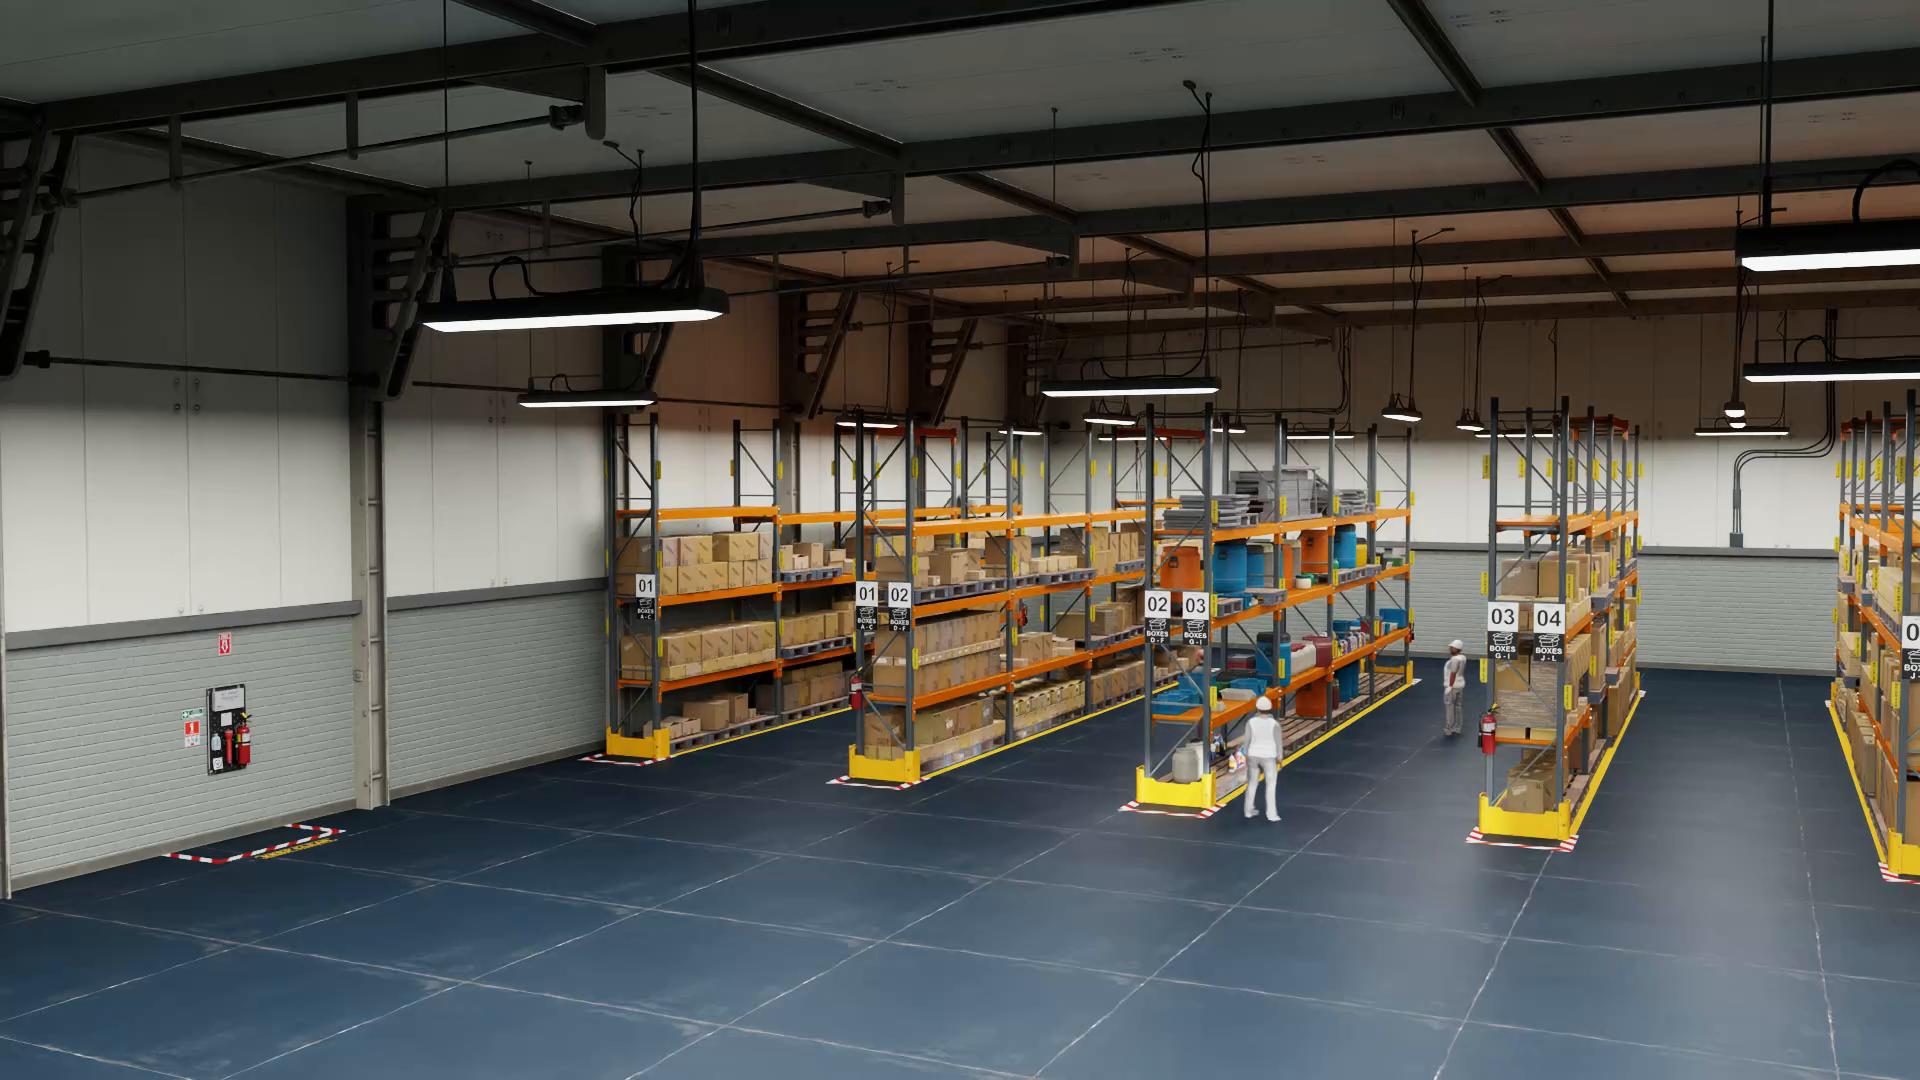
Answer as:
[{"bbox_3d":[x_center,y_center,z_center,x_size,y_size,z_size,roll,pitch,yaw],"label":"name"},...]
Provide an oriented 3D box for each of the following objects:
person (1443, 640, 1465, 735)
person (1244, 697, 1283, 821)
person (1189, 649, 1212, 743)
[{"bbox_3d":[9.350,2.785,31.512,0.556,1.792,0.482,-2,3,-40],"label":"person"},{"bbox_3d":[4.350,3.117,23.815,0.584,1.776,0.459,2,3,40],"label":"person"},{"bbox_3d":[4.374,2.857,30.337,0.397,1.730,0.573,1,3,17],"label":"person"}]
